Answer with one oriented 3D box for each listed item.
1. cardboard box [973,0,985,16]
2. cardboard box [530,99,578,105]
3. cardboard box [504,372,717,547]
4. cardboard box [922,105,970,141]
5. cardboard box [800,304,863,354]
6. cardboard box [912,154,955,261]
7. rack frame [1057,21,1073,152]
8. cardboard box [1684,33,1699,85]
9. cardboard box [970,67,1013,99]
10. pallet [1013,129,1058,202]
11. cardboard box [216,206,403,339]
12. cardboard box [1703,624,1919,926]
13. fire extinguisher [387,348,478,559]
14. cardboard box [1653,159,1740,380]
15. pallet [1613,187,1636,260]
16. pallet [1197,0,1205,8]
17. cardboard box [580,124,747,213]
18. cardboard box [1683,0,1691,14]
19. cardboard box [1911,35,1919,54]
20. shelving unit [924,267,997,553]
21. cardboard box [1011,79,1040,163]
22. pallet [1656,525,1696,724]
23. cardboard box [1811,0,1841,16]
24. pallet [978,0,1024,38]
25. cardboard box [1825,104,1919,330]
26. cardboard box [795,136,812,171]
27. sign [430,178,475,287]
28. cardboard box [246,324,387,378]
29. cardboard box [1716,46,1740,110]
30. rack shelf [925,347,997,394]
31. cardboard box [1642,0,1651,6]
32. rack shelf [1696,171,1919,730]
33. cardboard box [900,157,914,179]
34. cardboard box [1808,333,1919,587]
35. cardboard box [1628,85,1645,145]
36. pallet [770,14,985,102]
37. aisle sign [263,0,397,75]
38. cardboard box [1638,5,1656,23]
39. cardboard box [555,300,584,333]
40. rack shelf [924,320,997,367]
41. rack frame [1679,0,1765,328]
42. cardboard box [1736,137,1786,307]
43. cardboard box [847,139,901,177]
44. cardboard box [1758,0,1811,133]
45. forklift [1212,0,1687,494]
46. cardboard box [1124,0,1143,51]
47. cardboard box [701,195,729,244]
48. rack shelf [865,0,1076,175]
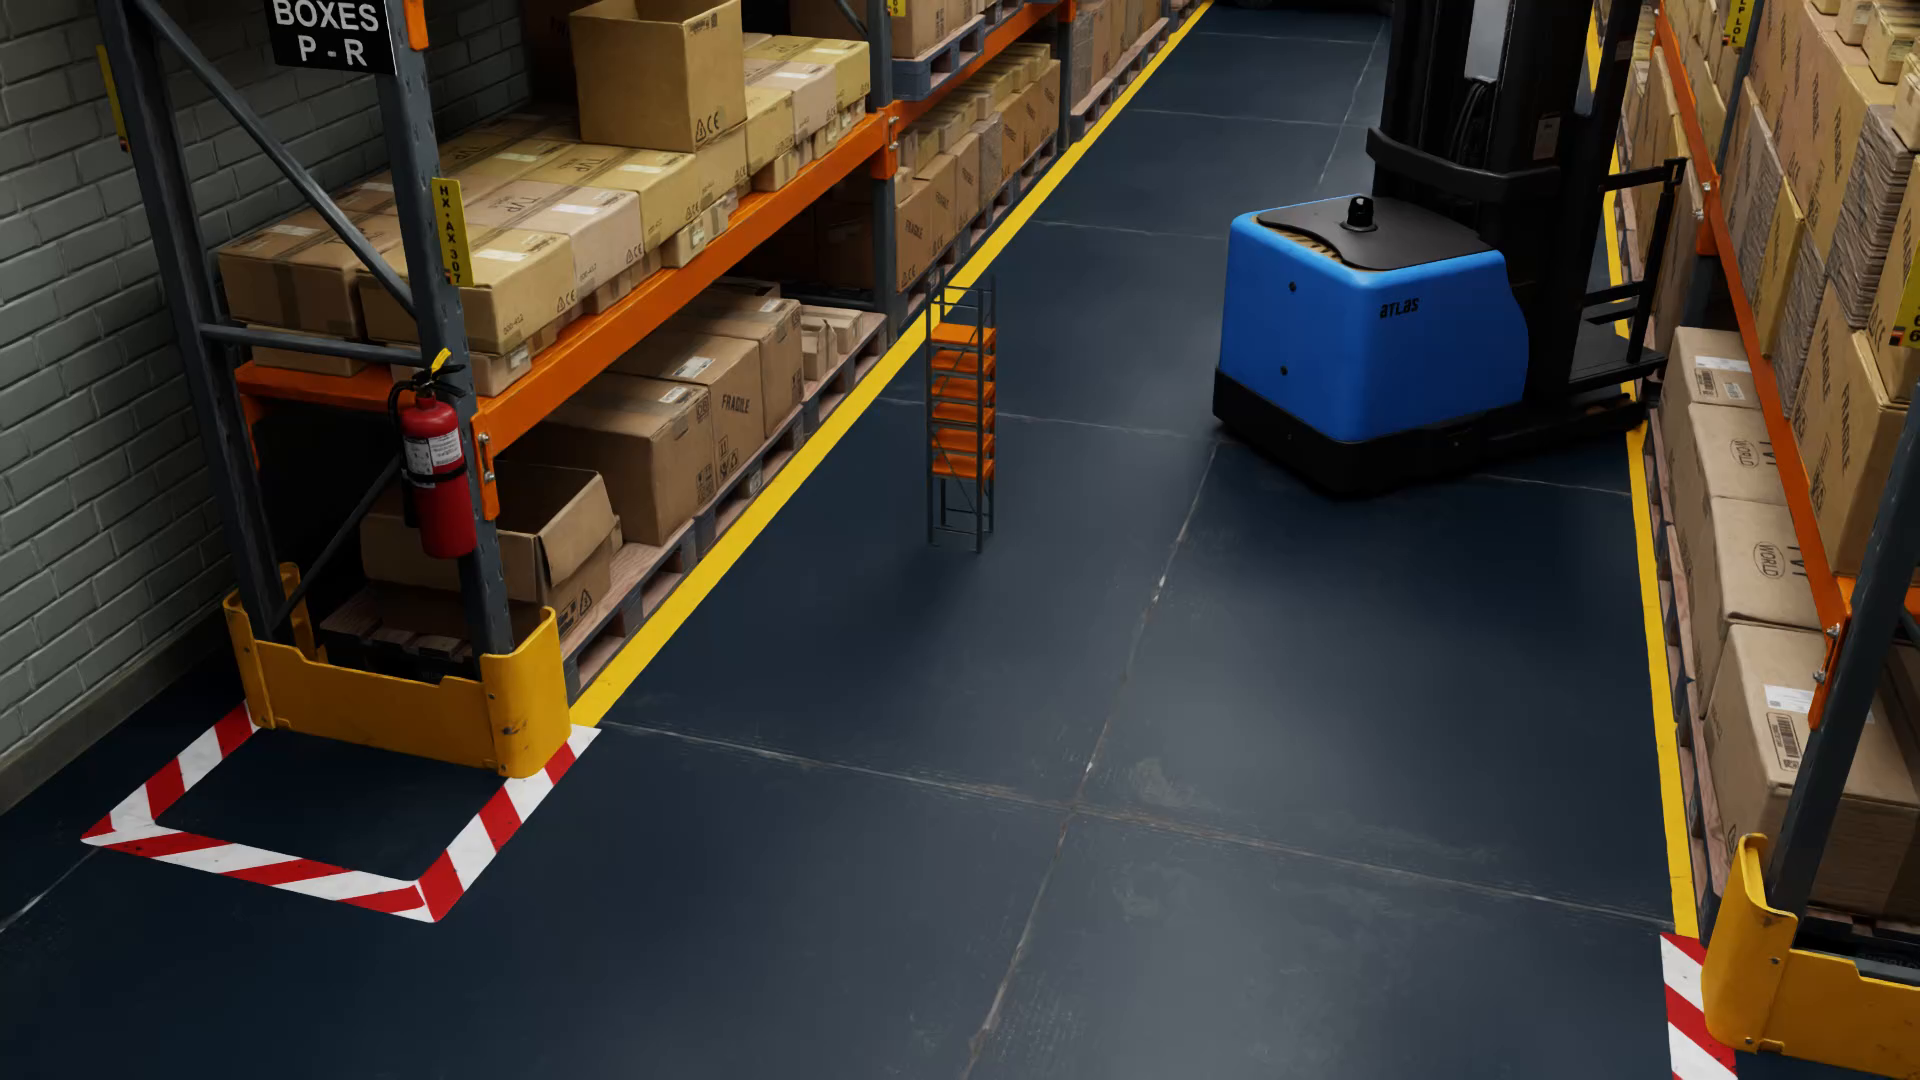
[{"bbox_3d":[-0.068,-3.178,9.583,0.396,0.266,0.258,10,31,17],"label":"cardboard box"},{"bbox_3d":[-1.540,-1.862,7.359,0.500,0.250,0.500,9,30,16],"label":"cardboard box"},{"bbox_3d":[-1.458,-0.357,6.945,0.700,0.500,0.500,10,31,17],"label":"cardboard box"},{"bbox_3d":[-0.159,-2.581,10.277,0.380,0.149,0.250,10,30,17],"label":"cardboard box"},{"bbox_3d":[-0.725,-1.099,8.641,0.380,0.149,0.250,8,30,13],"label":"cardboard box"},{"bbox_3d":[-0.338,-1.995,9.890,0.500,0.500,0.500,8,30,14],"label":"cardboard box"},{"bbox_3d":[0.332,-4.321,11.932,1.000,3.000,0.127,8,30,15],"label":"rack frame"},{"bbox_3d":[4.259,-2.644,9.071,0.500,0.250,0.500,8,30,15],"label":"cardboard box"},{"bbox_3d":[0.138,-3.067,11.149,0.380,0.149,0.250,9,30,16],"label":"cardboard box"},{"bbox_3d":[0.076,-2.761,11.996,1.003,0.211,1.213,8,30,15],"label":"pallet"},{"bbox_3d":[-2.135,-0.919,5.666,0.500,0.250,0.500,9,30,16],"label":"cardboard box"},{"bbox_3d":[2.828,0.718,5.077,0.875,0.438,0.875,7,30,13],"label":"cardboard box"},{"bbox_3d":[-1.618,-0.272,5.117,0.296,0.674,0.183,8,30,15],"label":"fire extinguisher"},{"bbox_3d":[4.009,-1.310,8.273,0.875,0.875,0.875,9,30,16],"label":"cardboard box"},{"bbox_3d":[4.774,-2.040,10.701,1.003,0.211,1.213,8,30,15],"label":"pallet"},{"bbox_3d":[2.136,-5.894,17.628,1.003,0.211,1.213,8,30,15],"label":"pallet"},{"bbox_3d":[-1.203,-1.551,6.801,0.500,0.250,0.500,8,30,14],"label":"cardboard box"},{"bbox_3d":[4.382,-3.097,9.372,0.500,0.250,0.500,8,30,15],"label":"cardboard box"},{"bbox_3d":[2.948,-1.332,4.761,0.380,0.149,0.250,8,30,14],"label":"cardboard box"},{"bbox_3d":[0.004,-0.531,6.970,0.258,1.200,0.189,8,30,15],"label":"shelving unit"},{"bbox_3d":[0.256,-2.954,11.614,0.500,0.500,0.500,8,30,14],"label":"cardboard box"},{"bbox_3d":[3.250,0.374,6.361,1.003,0.211,1.213,8,30,15],"label":"pallet"},{"bbox_3d":[3.231,-1.938,5.849,0.380,0.149,0.250,8,30,13],"label":"cardboard box"},{"bbox_3d":[-0.235,-3.333,10.353,1.003,0.211,1.213,8,30,15],"label":"pallet"},{"bbox_3d":[2.769,-0.883,4.620,0.500,0.500,0.500,9,30,15],"label":"cardboard box"},{"bbox_3d":[-0.906,-1.802,7.662,0.380,0.149,0.250,9,30,16],"label":"cardboard box"},{"bbox_3d":[-1.498,-0.904,4.900,0.100,0.325,0.005,8,30,15],"label":"sign"},{"bbox_3d":[-2.176,-0.686,5.656,0.380,0.149,0.250,8,30,14],"label":"cardboard box"},{"bbox_3d":[3.801,-2.148,7.666,0.500,0.250,0.500,8,30,15],"label":"cardboard box"},{"bbox_3d":[0.004,-0.702,6.875,0.258,0.103,0.180,8,30,15],"label":"rack shelf"},{"bbox_3d":[6.169,-5.096,14.951,0.500,0.500,0.500,8,30,14],"label":"cardboard box"},{"bbox_3d":[3.317,-0.512,5.825,1.077,0.370,4.000,8,30,15],"label":"rack shelf"},{"bbox_3d":[-0.475,-2.105,9.421,0.380,0.149,0.250,8,30,13],"label":"cardboard box"},{"bbox_3d":[2.618,-0.202,4.426,0.500,0.500,0.500,9,30,15],"label":"cardboard box"},{"bbox_3d":[5.253,-2.911,11.668,0.950,0.372,0.625,6,30,11],"label":"cardboard box"},{"bbox_3d":[-0.503,-2.734,9.277,1.003,0.211,1.213,8,30,15],"label":"pallet"},{"bbox_3d":[-1.756,-1.666,4.485,0.394,0.787,0.004,8,30,15],"label":"aisle sign"},{"bbox_3d":[6.100,-4.265,14.102,0.950,0.372,0.625,9,30,16],"label":"cardboard box"},{"bbox_3d":[-1.583,-0.859,5.967,0.380,0.149,0.250,8,30,14],"label":"cardboard box"},{"bbox_3d":[0.004,-0.807,6.817,0.258,0.103,0.180,8,30,15],"label":"rack shelf"},{"bbox_3d":[3.904,-1.756,7.321,1.000,3.000,0.127,8,30,15],"label":"rack frame"},{"bbox_3d":[3.212,-1.155,6.138,0.500,0.500,0.500,9,30,15],"label":"cardboard box"},{"bbox_3d":[-0.541,-2.104,9.113,0.380,0.149,0.250,8,30,14],"label":"cardboard box"},{"bbox_3d":[3.378,-1.816,6.297,0.500,0.500,0.500,8,30,14],"label":"cardboard box"},{"bbox_3d":[2.799,-1.983,7.800,3.031,2.935,1.130,-14,32,-24],"label":"forklift"},{"bbox_3d":[1.128,-4.722,14.664,0.875,0.625,0.625,8,30,14],"label":"cardboard box"},{"bbox_3d":[-1.174,-1.324,6.803,0.380,0.149,0.250,9,30,16],"label":"cardboard box"},{"bbox_3d":[-0.255,-3.077,10.436,1.077,0.370,4.000,8,30,15],"label":"rack shelf"}]
